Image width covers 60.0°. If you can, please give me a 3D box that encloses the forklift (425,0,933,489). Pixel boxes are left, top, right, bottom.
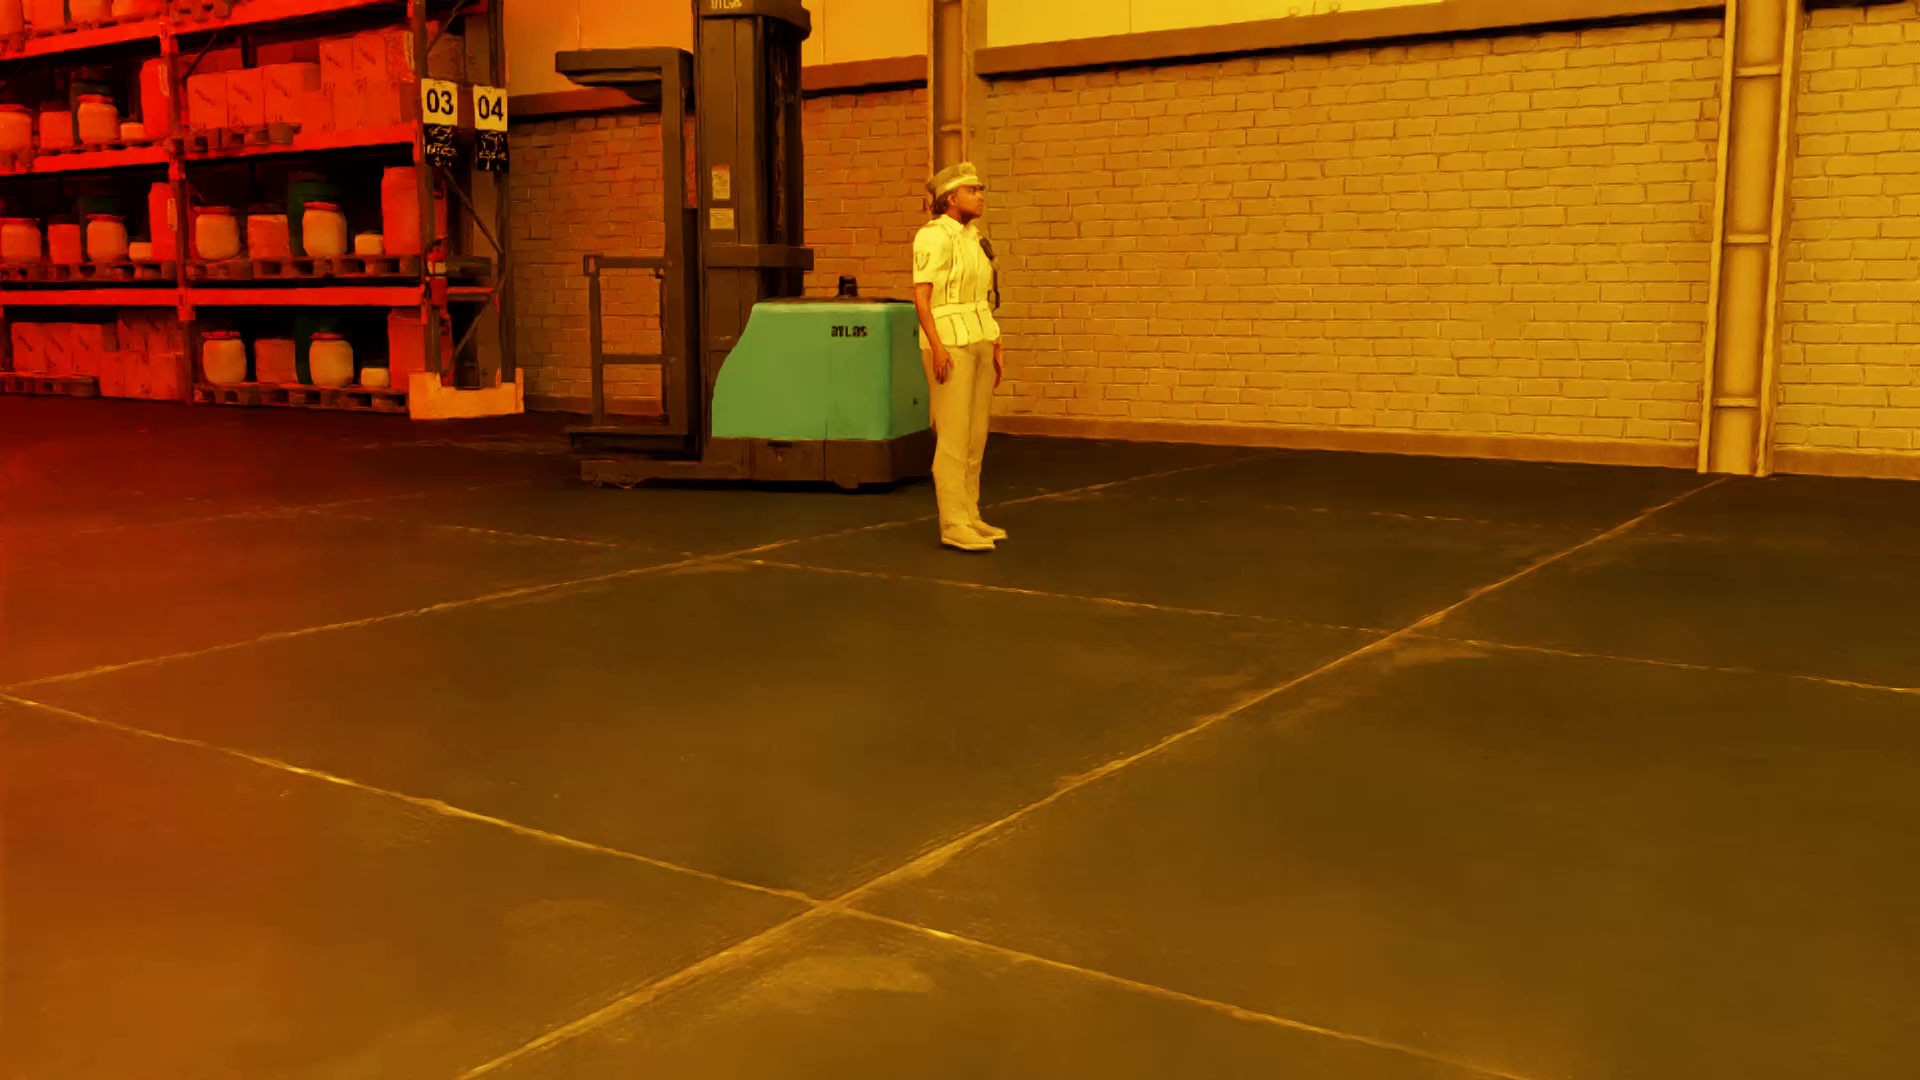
[{"bbox_3d":[-1.743,-1.823,10.014,3.031,2.935,1.130,2,8,14],"label":"forklift"}]

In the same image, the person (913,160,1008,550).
[{"bbox_3d":[0.052,-0.838,7.425,0.527,1.695,0.570,5,10,34],"label":"person"}]
